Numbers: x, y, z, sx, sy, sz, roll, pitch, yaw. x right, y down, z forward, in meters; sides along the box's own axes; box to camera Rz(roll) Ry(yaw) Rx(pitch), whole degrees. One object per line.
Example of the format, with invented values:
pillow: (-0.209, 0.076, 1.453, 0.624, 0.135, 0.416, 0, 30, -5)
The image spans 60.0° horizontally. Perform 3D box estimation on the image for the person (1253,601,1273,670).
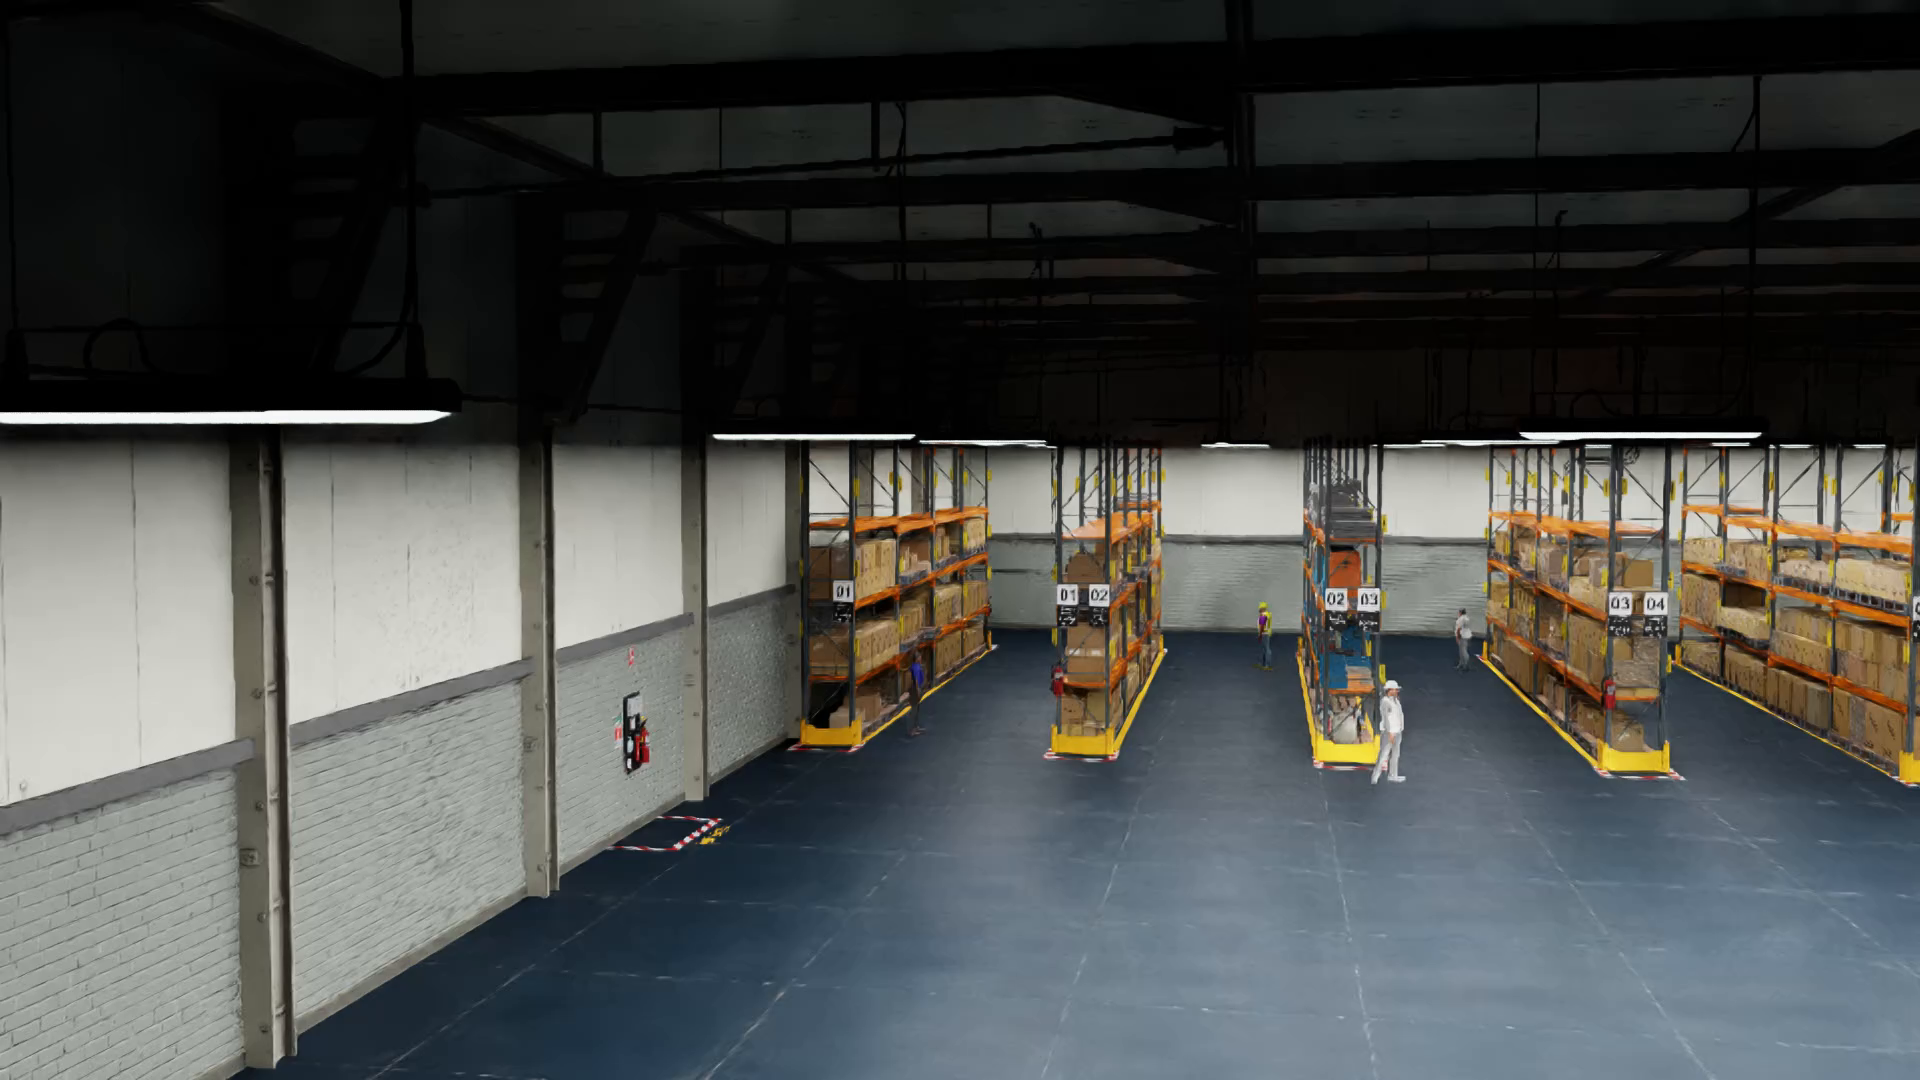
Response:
person: (7.928, 2.477, 43.443, 0.583, 1.763, 0.694, 1, 3, 23)

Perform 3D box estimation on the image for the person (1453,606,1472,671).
person: (13.031, 2.548, 43.176, 0.556, 1.659, 0.598, 3, 4, 41)

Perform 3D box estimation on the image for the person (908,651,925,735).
person: (-0.878, 3.063, 33.536, 0.367, 1.661, 0.593, 0, 3, -5)

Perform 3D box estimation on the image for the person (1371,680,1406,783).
person: (7.353, 3.289, 28.590, 0.441, 1.774, 0.690, 3, 4, 40)
